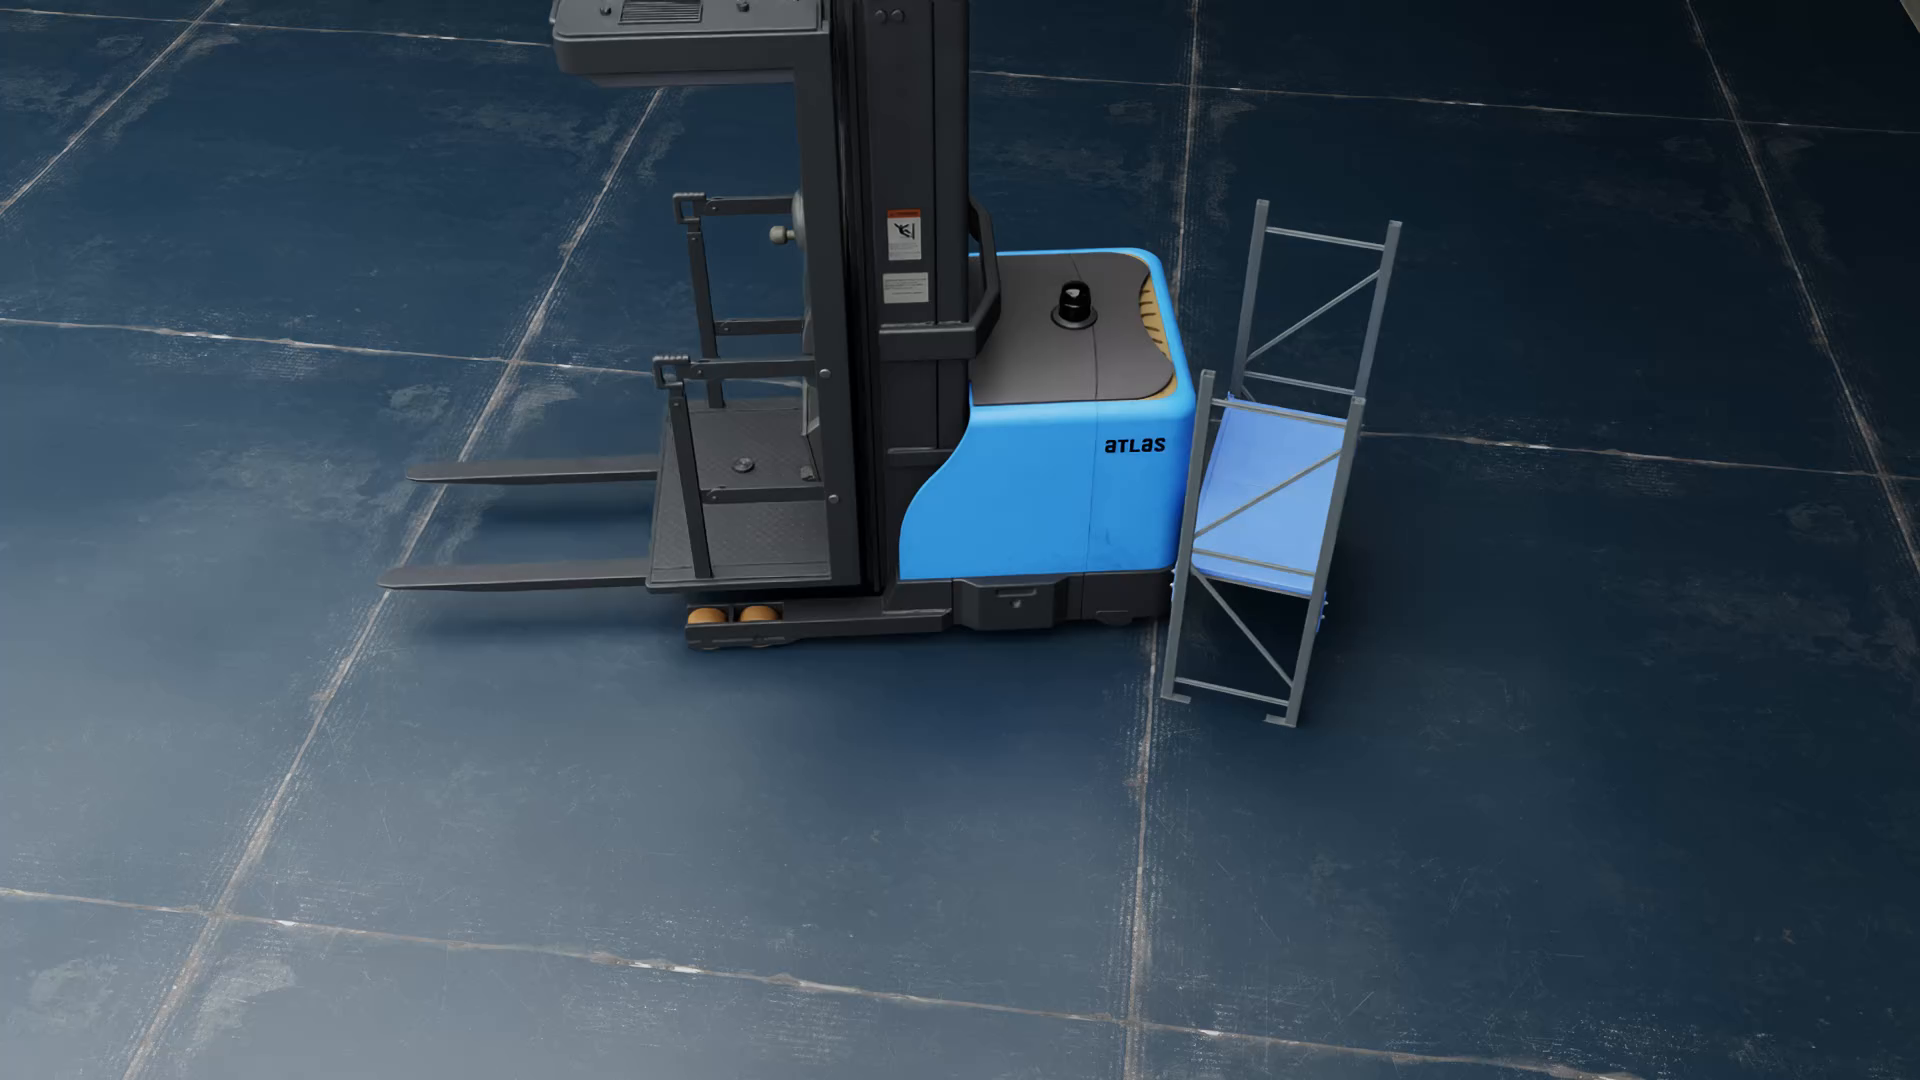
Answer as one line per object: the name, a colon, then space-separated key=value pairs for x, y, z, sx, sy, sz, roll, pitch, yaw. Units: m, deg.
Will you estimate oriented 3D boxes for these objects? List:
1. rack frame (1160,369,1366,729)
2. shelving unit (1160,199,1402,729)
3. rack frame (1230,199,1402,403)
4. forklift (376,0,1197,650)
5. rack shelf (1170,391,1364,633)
rack frame: x=0.982 y=0.078 z=5.576 sx=0.500 sy=1.500 sz=0.032 roll=12 pitch=45 yaw=12
shelving unit: x=1.131 y=-0.256 z=5.929 sx=0.538 sy=1.500 sz=1.048 roll=12 pitch=45 yaw=12
rack frame: x=1.280 y=-0.590 z=6.282 sx=0.500 sy=1.500 sz=0.032 roll=12 pitch=45 yaw=12
forklift: x=-0.703 y=-1.024 z=5.700 sx=3.031 sy=2.935 sz=1.130 roll=-2 pitch=43 yaw=-2
rack shelf: x=1.131 y=-0.125 z=6.053 sx=0.538 sy=0.185 sz=1.000 roll=12 pitch=45 yaw=12
